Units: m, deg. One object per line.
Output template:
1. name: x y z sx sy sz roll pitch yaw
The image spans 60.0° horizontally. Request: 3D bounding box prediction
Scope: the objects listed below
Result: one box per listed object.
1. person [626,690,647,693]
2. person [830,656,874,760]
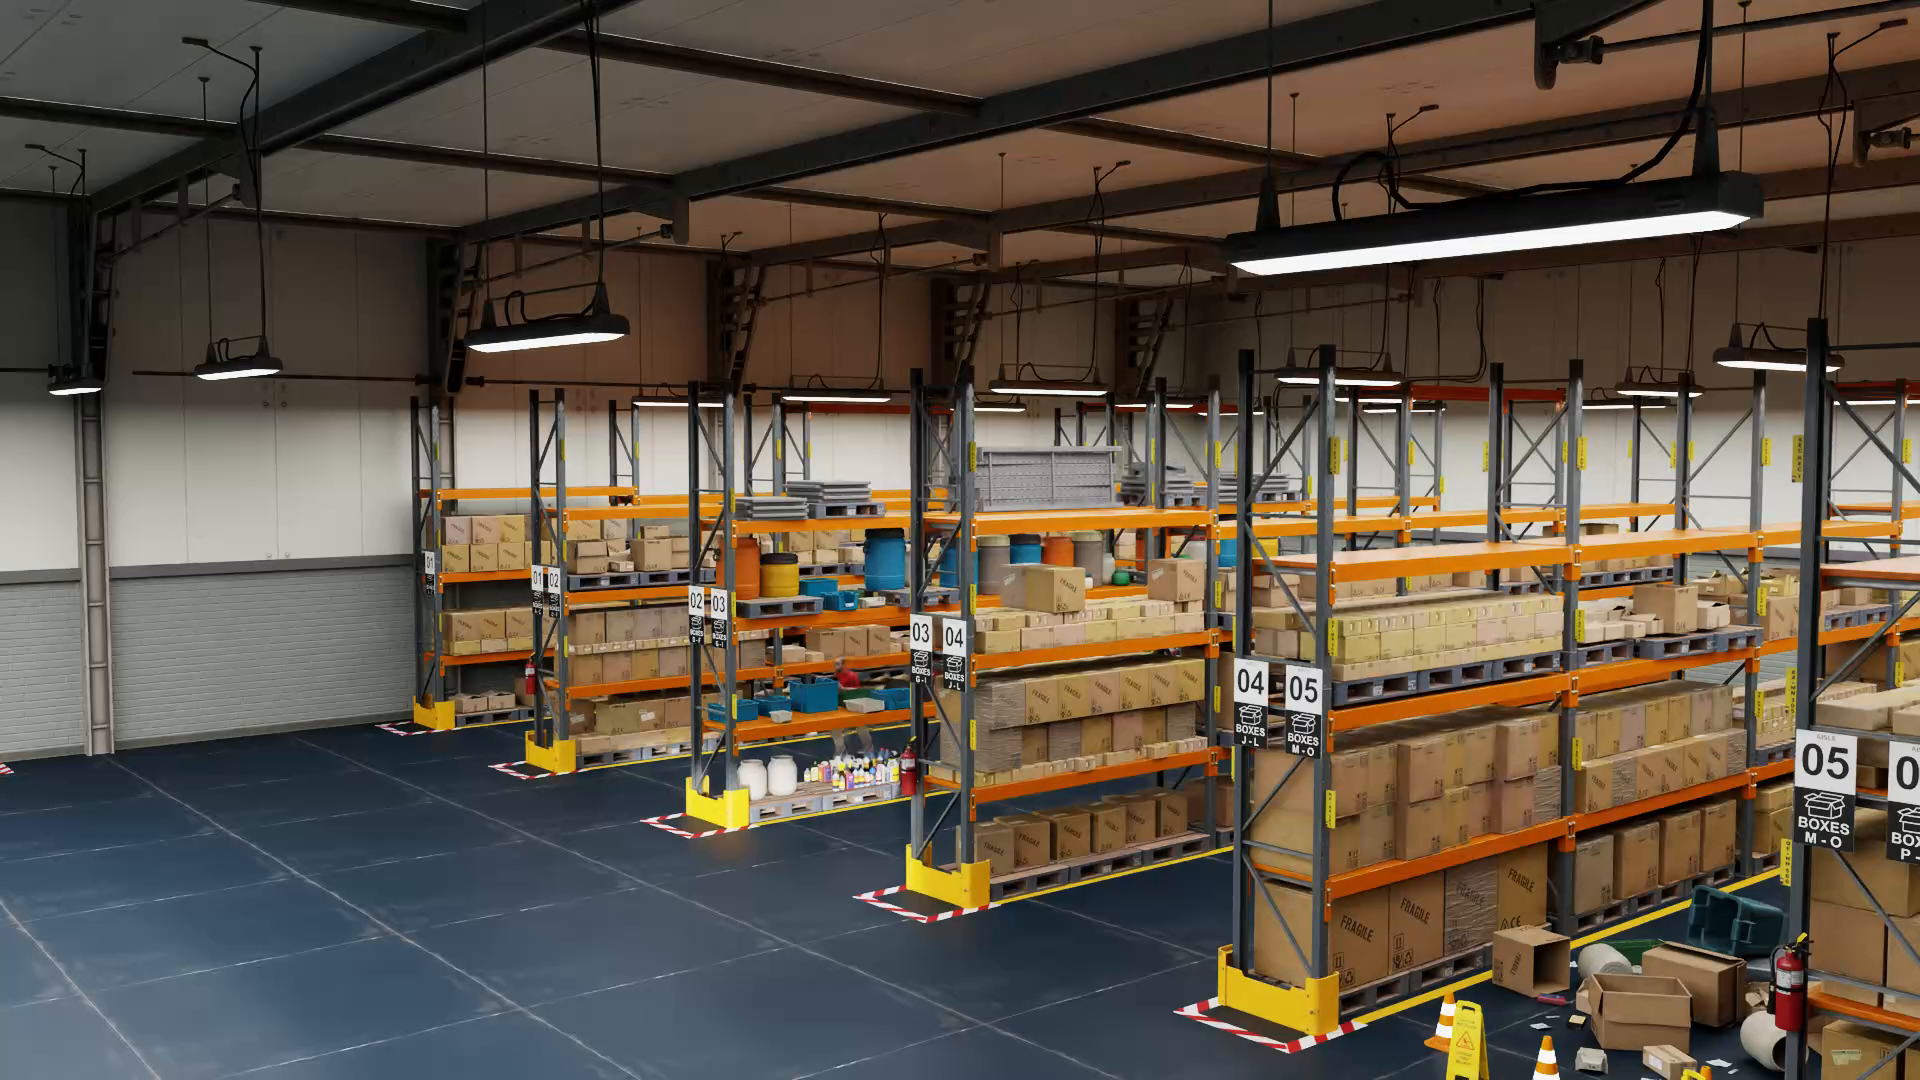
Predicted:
1. person: -5.754 2.542 29.859 0.721 1.730 0.640 2 4 29
2. person: -1.778 2.739 27.061 0.650 1.737 0.964 3 4 39
